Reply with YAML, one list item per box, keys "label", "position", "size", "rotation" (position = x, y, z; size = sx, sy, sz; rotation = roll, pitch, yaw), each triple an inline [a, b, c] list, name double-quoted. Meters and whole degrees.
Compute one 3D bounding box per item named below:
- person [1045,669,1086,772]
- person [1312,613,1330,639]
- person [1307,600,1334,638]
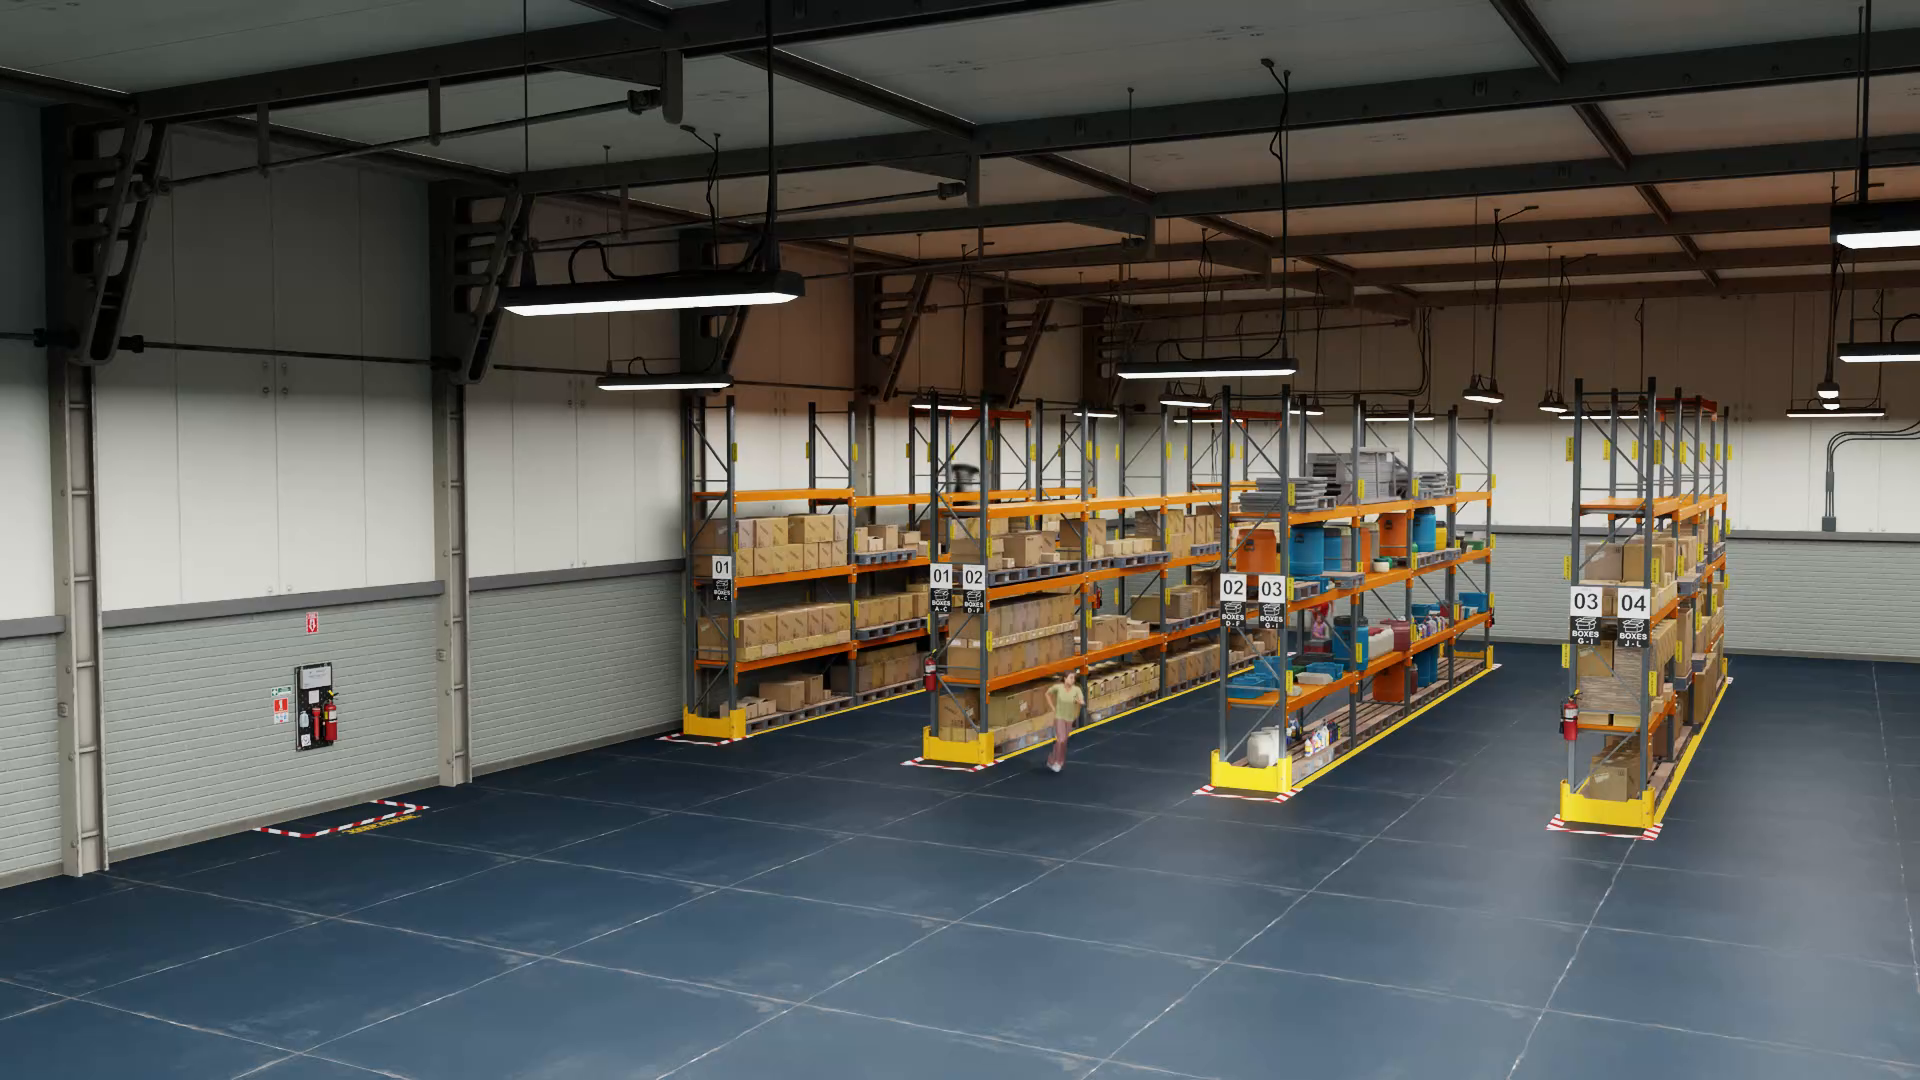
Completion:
- label: "person"
  position: [1.660, 2.824, 26.056]
  size: [0.525, 1.624, 0.818]
  rotation: [-1, 3, -21]
- label: "person"
  position: [7.789, 2.334, 35.885]
  size: [0.489, 1.542, 0.806]
  rotation: [2, 4, 34]
- label: "person"
  position: [8.924, 2.034, 41.222]
  size: [0.710, 1.746, 0.993]
  rotation: [0, 3, -1]
